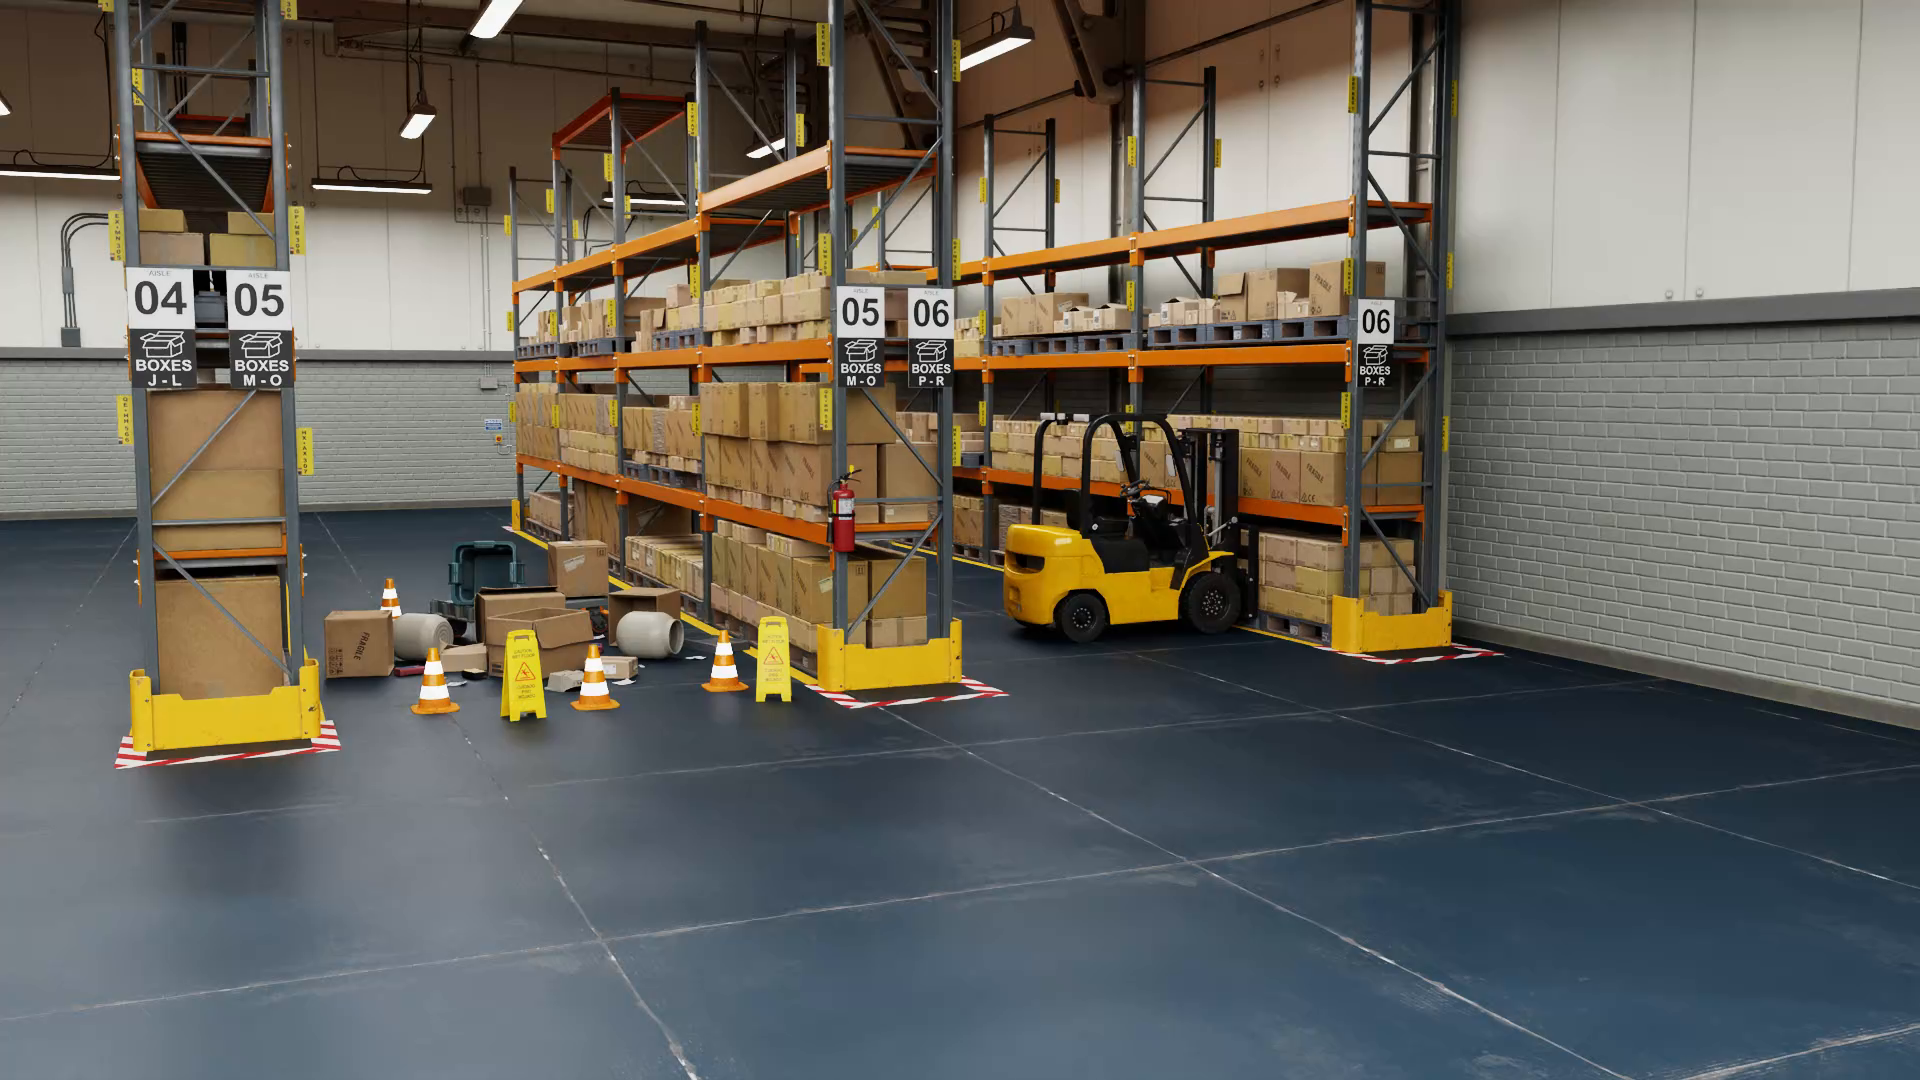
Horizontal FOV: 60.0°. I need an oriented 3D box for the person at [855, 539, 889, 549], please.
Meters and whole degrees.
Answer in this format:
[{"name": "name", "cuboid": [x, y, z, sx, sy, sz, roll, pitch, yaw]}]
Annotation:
[{"name": "person", "cuboid": [-1.123, 0.119, 18.416, 0.459, 1.202, 0.995, -3, 6, -26]}]
